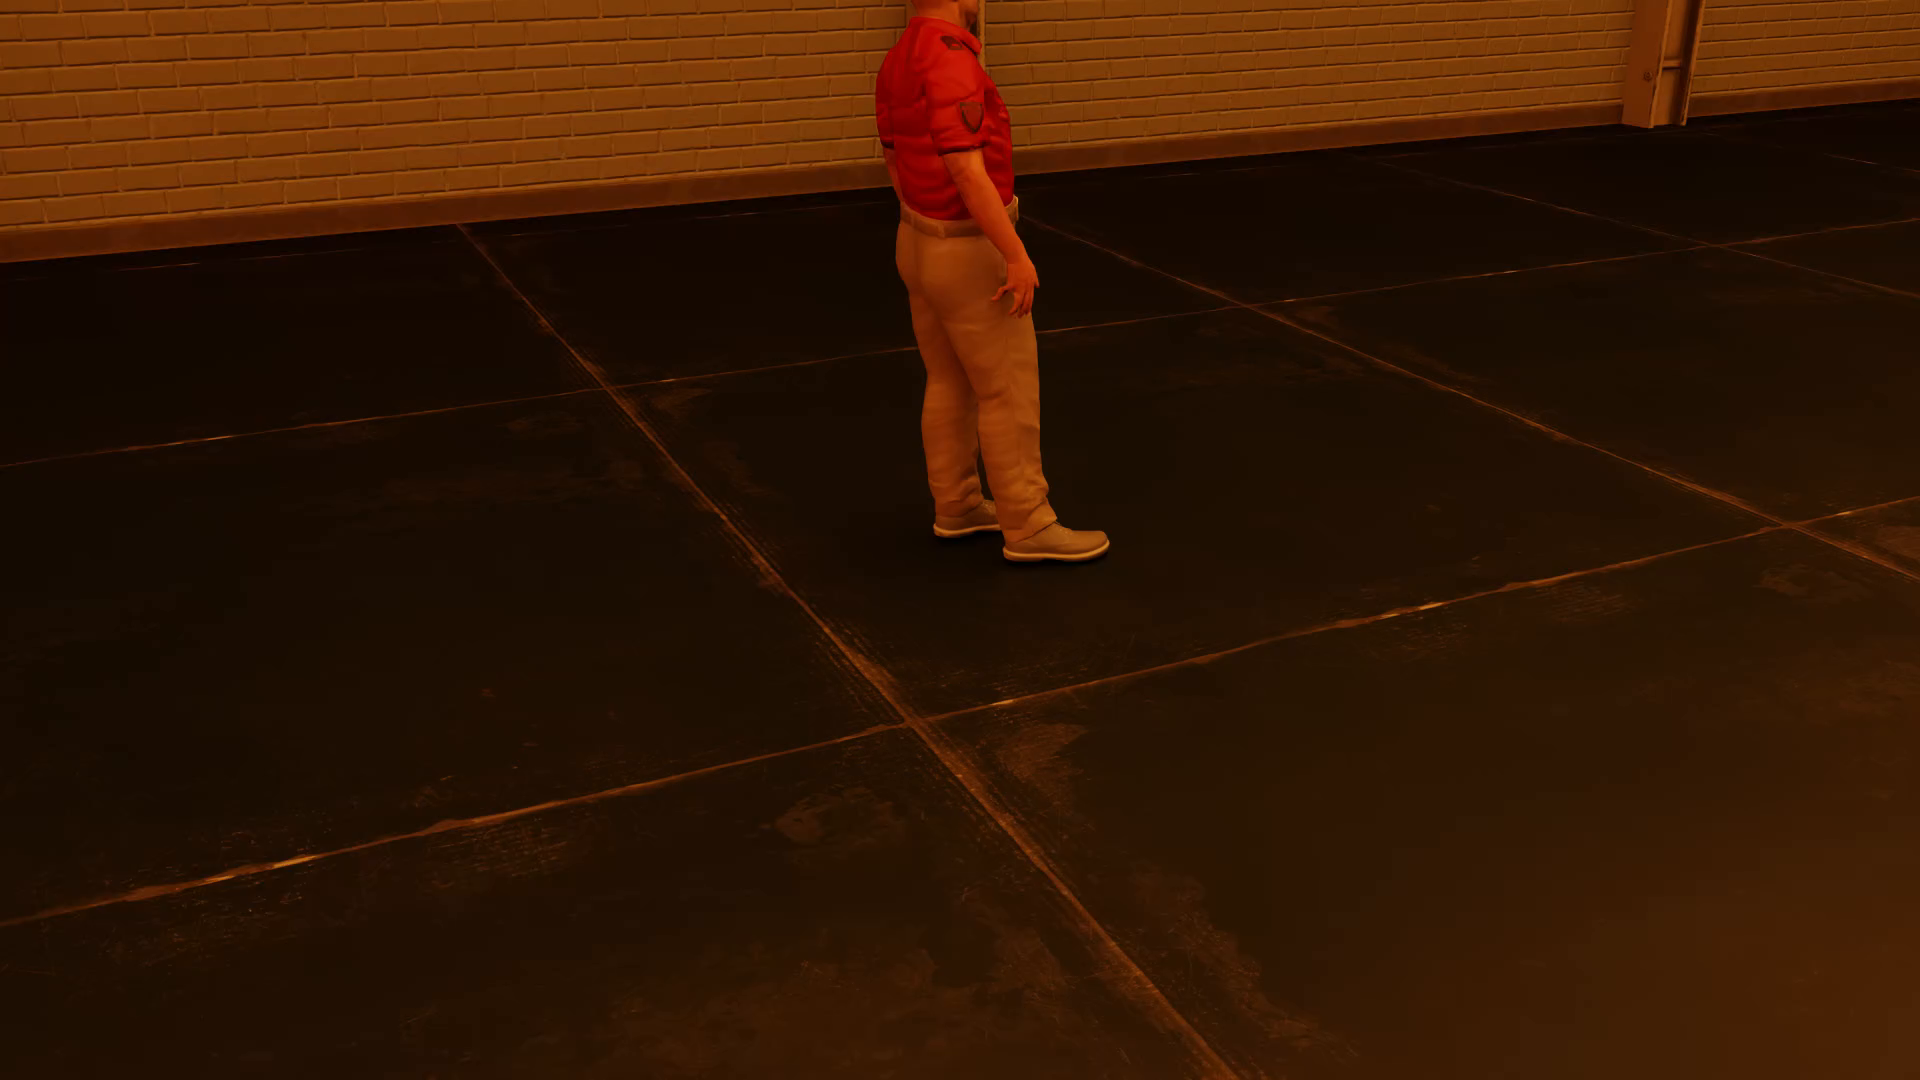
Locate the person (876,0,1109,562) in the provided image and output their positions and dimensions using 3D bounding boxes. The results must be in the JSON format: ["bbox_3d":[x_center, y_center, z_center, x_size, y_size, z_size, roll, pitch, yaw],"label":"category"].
[{"bbox_3d":[0.086,-0.815,4.797,0.551,1.727,0.640,-10,25,-23],"label":"person"}]
